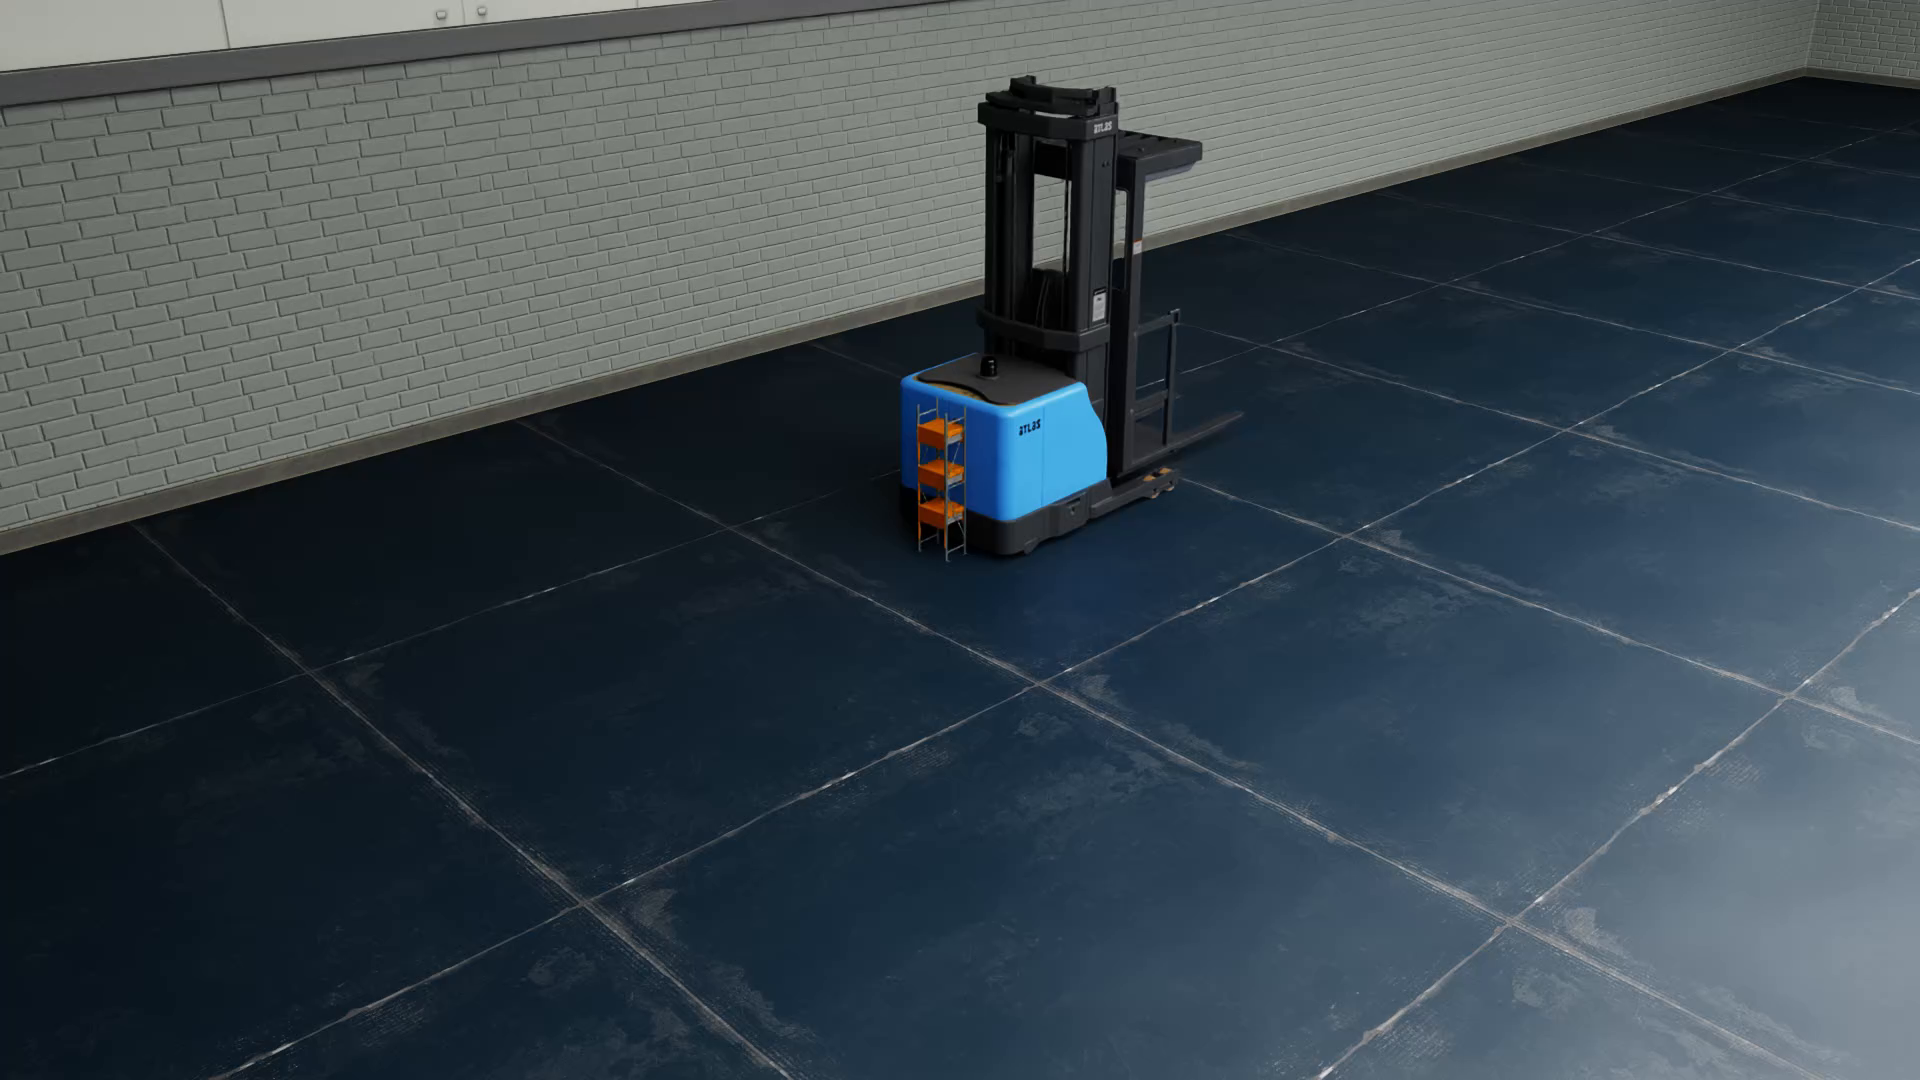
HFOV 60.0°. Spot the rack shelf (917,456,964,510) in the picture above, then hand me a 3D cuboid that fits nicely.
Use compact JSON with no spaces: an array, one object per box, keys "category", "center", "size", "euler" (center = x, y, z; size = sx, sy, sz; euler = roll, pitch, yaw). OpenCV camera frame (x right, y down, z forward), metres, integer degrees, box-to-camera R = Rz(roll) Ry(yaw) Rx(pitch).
[{"category":"rack shelf","center":[-0.120,-0.379,10.947],"size":[0.240,0.259,0.215],"euler":[20,32,37]}]

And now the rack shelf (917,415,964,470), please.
[{"category":"rack shelf","center":[-0.120,-0.638,10.829],"size":[0.240,0.259,0.215],"euler":[20,32,37]}]

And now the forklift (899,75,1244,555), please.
[{"category":"forklift","center":[0.950,-1.759,11.678],"size":[1.130,2.935,3.031],"euler":[21,32,38]}]

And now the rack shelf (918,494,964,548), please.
[{"category":"rack shelf","center":[-0.120,-0.127,11.062],"size":[0.240,0.259,0.215],"euler":[20,32,37]}]

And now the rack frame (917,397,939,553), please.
[{"category":"rack frame","center":[-0.210,-0.423,11.017],"size":[0.008,1.050,0.200],"euler":[20,32,37]}]

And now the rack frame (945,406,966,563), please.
[{"category":"rack frame","center":[-0.029,-0.355,10.868],"size":[0.008,1.050,0.200],"euler":[20,32,37]}]

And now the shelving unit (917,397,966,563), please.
[{"category":"shelving unit","center":[-0.120,-0.389,10.943],"size":[0.252,1.050,0.215],"euler":[20,32,37]}]
